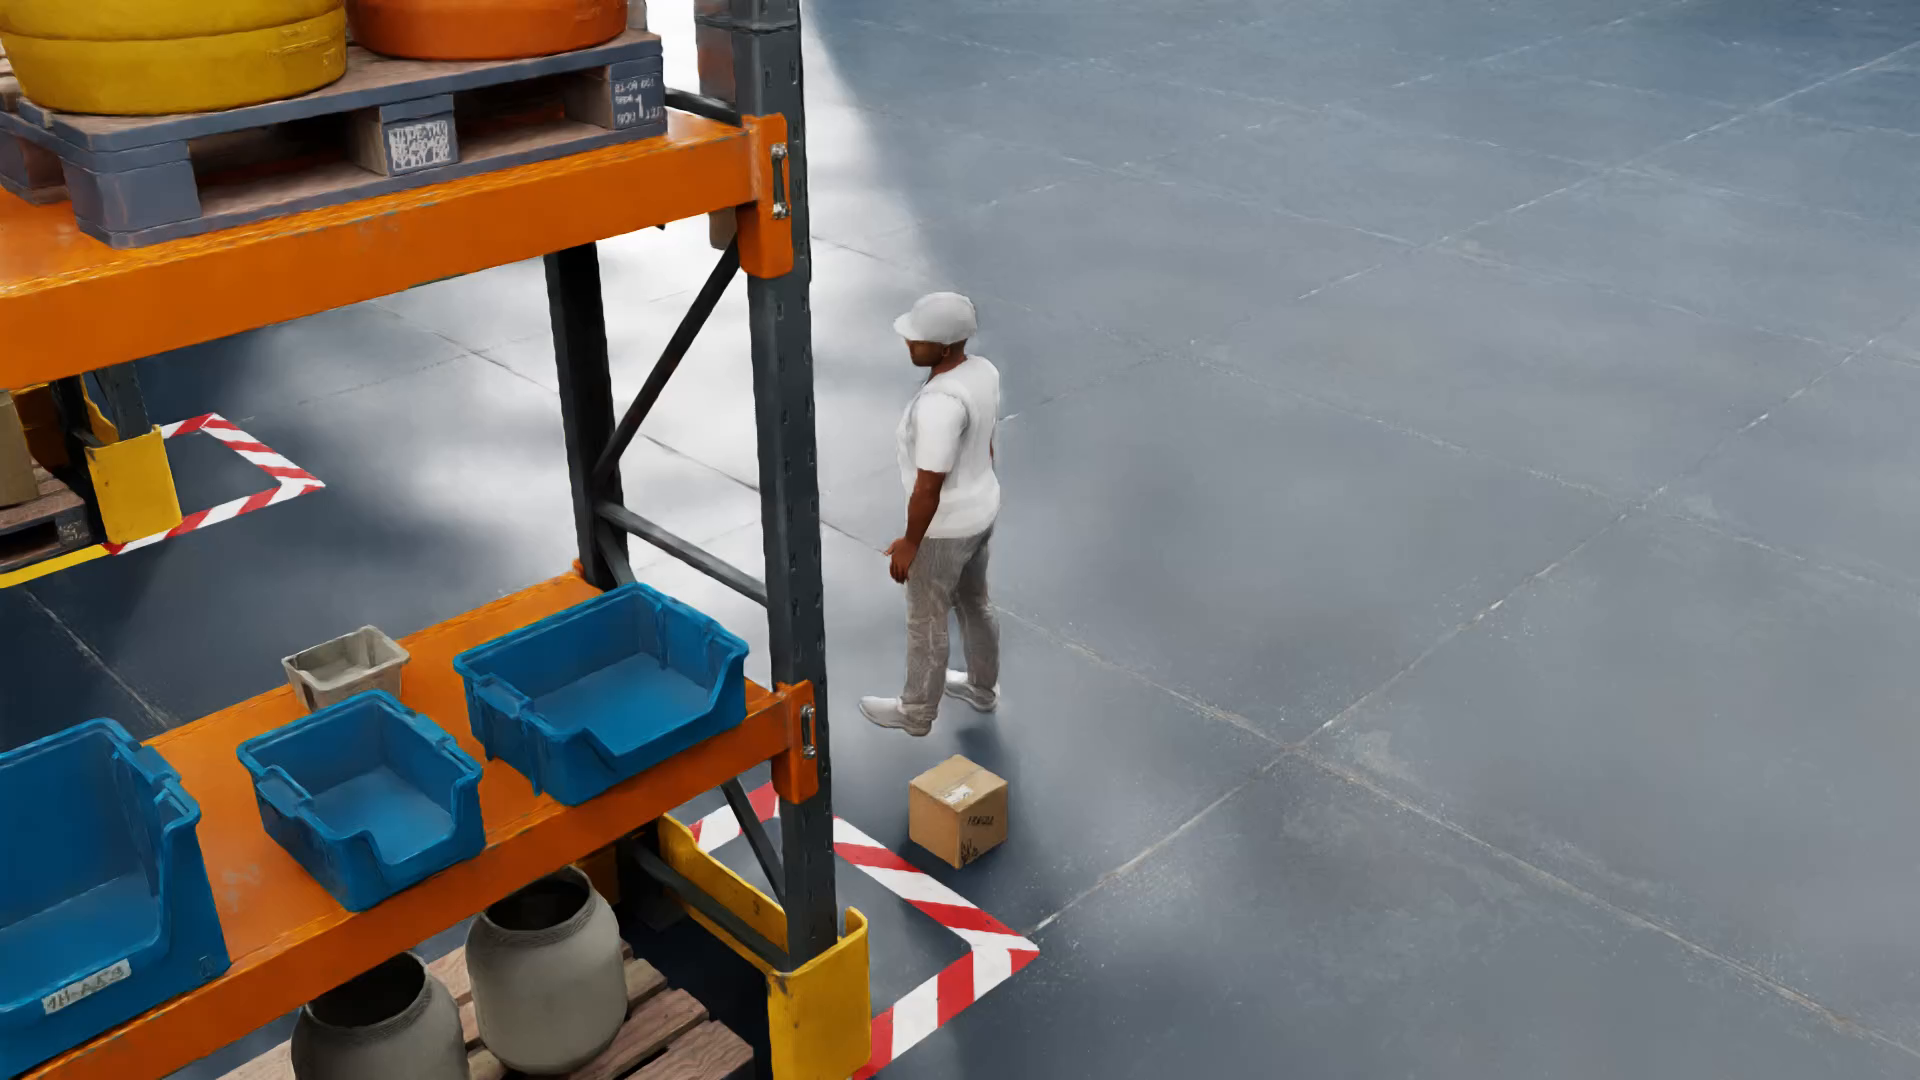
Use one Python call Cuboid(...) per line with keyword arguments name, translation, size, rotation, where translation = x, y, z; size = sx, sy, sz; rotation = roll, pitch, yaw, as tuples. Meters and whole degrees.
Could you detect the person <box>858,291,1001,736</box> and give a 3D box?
Cuboid(name="person", translation=(-0.108, -0.102, 6.238), size=(0.521, 1.768, 0.649), rotation=(8, 29, 16))
